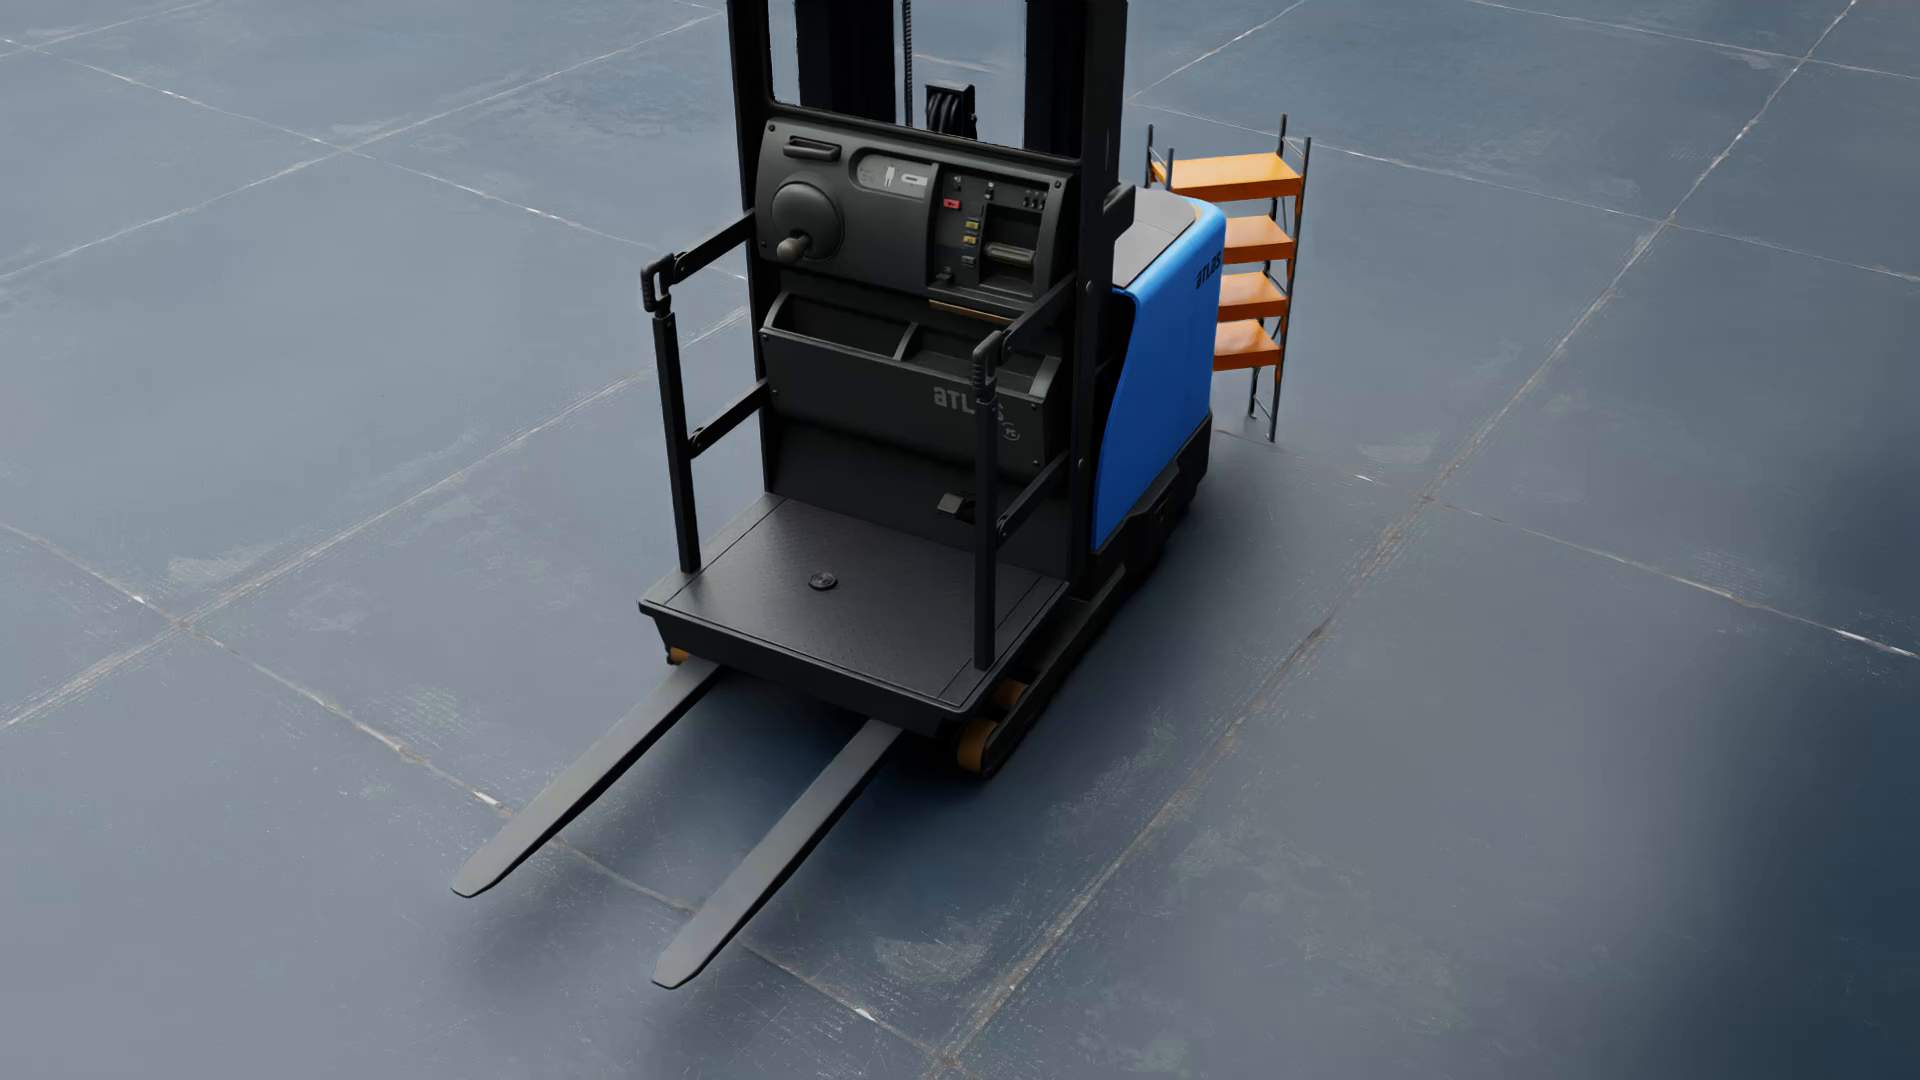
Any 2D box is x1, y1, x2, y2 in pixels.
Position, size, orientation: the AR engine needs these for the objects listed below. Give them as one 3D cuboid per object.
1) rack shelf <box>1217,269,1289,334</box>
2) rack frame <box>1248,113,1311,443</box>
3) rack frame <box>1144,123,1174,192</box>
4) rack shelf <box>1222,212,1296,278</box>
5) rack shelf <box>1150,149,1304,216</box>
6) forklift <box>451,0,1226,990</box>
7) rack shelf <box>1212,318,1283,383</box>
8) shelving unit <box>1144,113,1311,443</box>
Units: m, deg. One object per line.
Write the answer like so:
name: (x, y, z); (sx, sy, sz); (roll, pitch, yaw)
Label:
rack shelf: (0.918, -0.847, 6.051); (0.480, 0.148, 0.258); (-7, 35, -10)
rack frame: (1.157, -0.932, 6.057); (0.015, 1.200, 0.240); (-7, 35, -10)
rack frame: (0.680, -0.873, 5.970); (0.015, 1.200, 0.240); (-7, 35, -10)
rack shelf: (0.918, -1.032, 5.926); (0.480, 0.148, 0.258); (-7, 35, -10)
rack shelf: (0.918, -1.228, 5.793); (0.480, 0.148, 0.258); (-7, 35, -10)
forklift: (-0.246, -0.832, 4.364); (1.130, 2.935, 3.031); (17, 37, 23)
rack shelf: (0.918, -0.682, 6.162); (0.480, 0.148, 0.258); (-7, 35, -10)
shelving unit: (0.918, -0.902, 6.013); (0.503, 1.200, 0.258); (-7, 35, -10)
